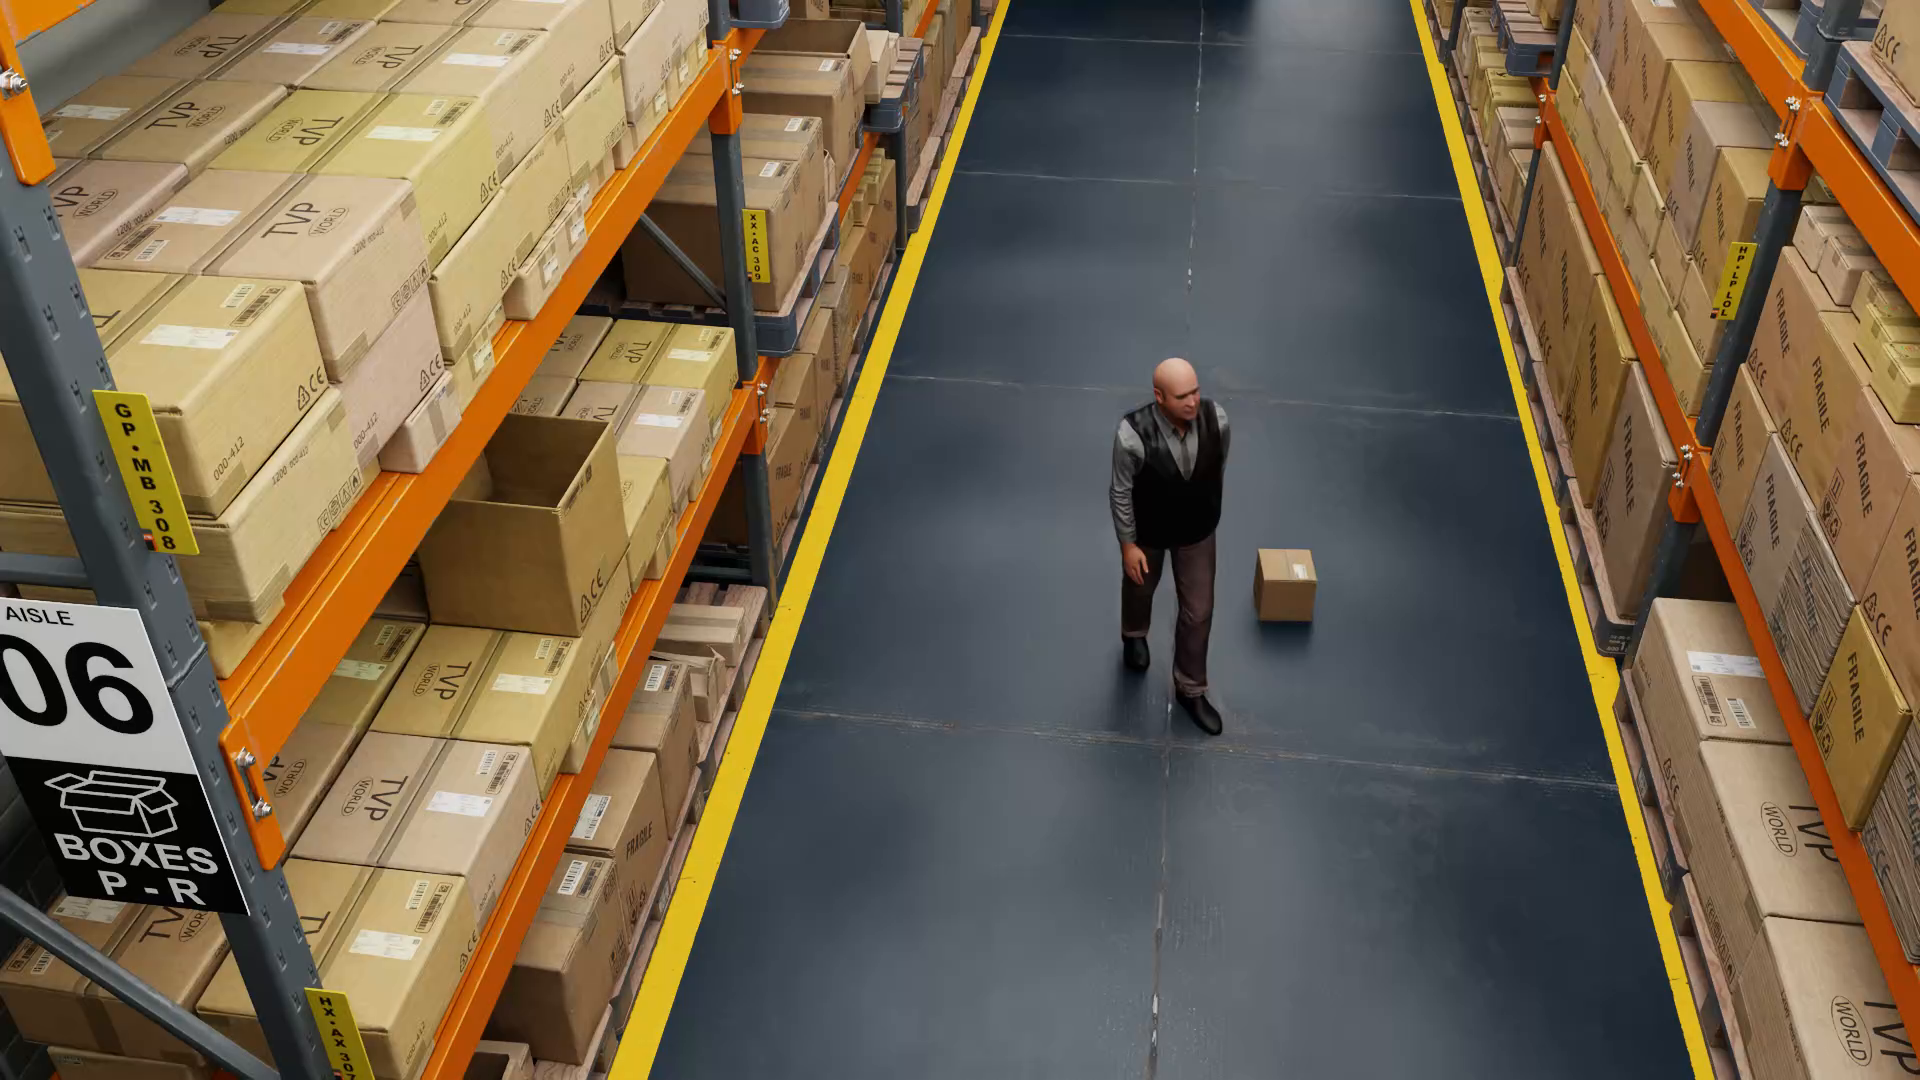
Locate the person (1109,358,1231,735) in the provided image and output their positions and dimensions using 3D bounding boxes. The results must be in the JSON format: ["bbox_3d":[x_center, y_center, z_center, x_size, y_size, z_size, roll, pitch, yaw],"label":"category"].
[{"bbox_3d":[0.878,-0.027,7.107,0.537,1.735,0.732,-5,36,-6],"label":"person"}]
